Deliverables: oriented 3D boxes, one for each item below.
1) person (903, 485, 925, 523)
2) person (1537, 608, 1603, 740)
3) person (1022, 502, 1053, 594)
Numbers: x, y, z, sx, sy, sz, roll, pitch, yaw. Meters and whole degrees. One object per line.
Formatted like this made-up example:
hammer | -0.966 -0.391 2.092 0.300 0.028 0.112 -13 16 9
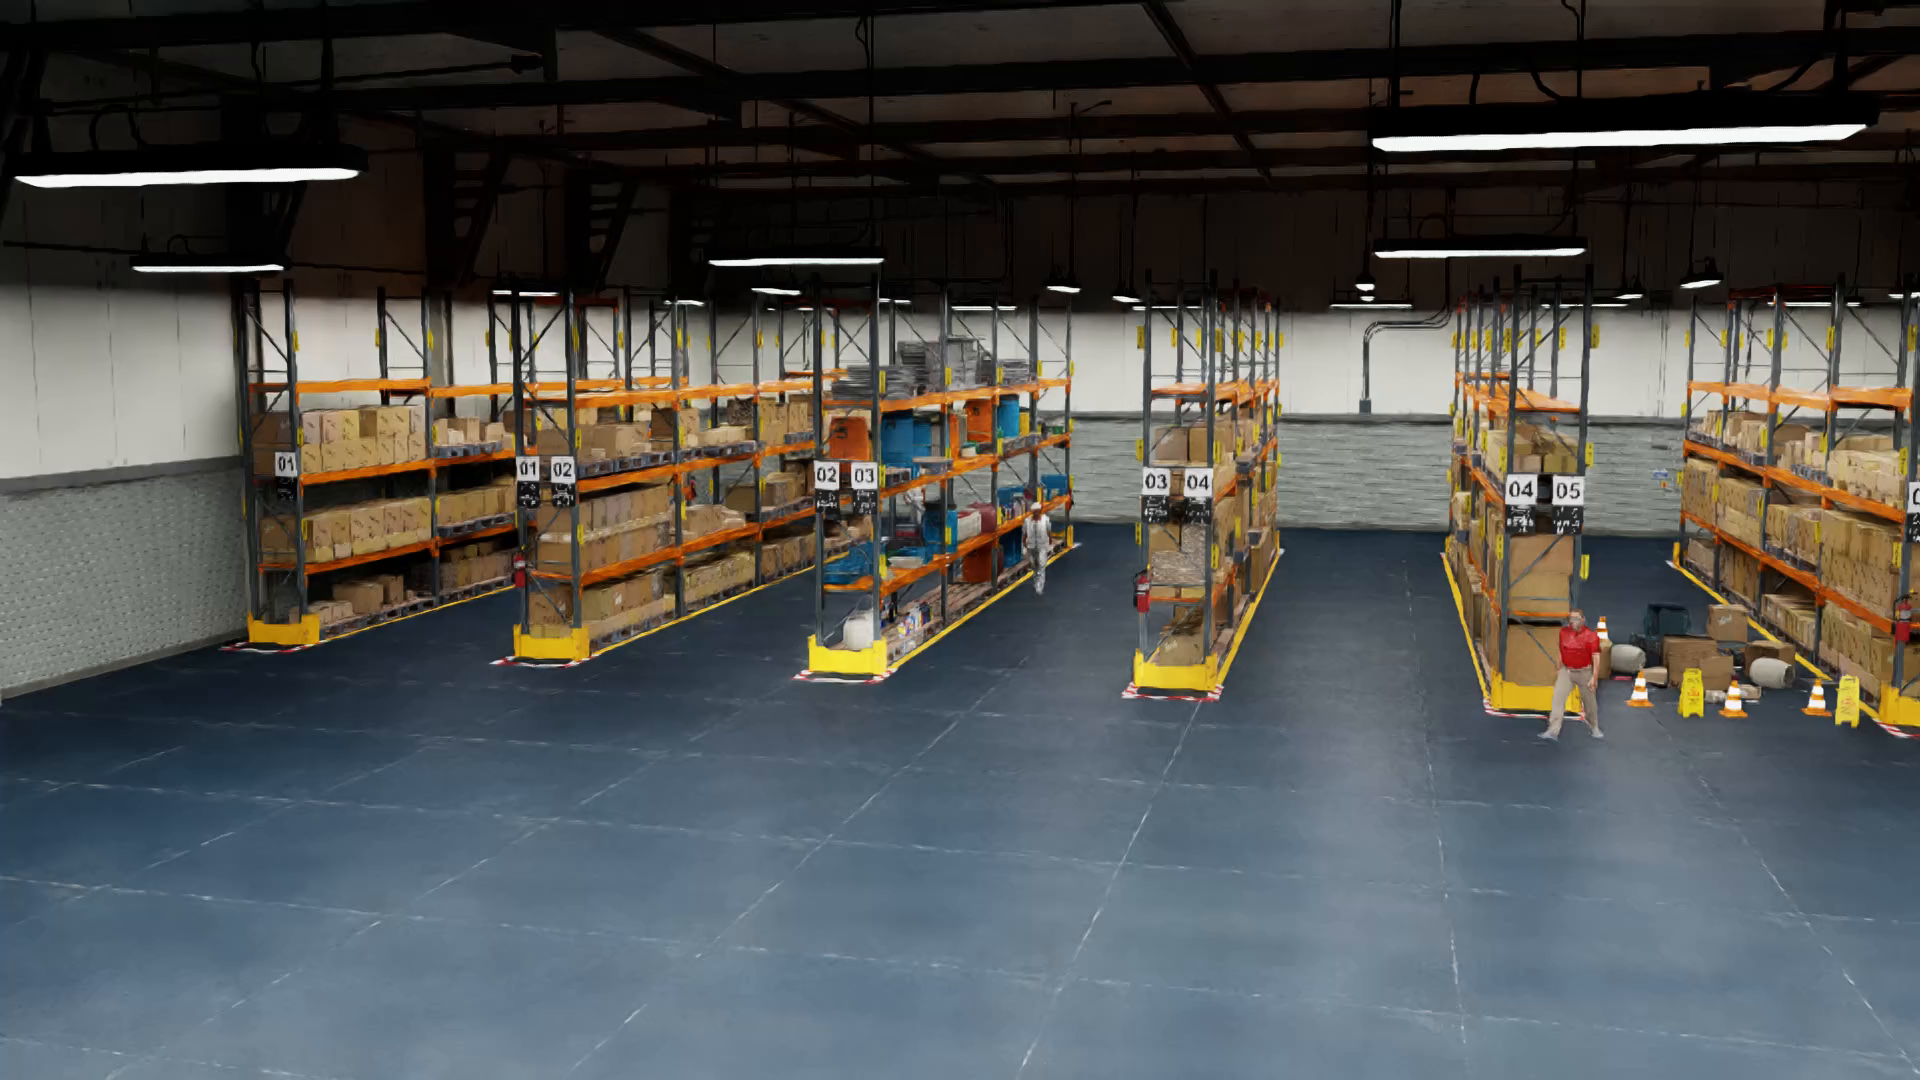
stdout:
person | -1.207 -1.066 43.487 0.569 1.709 1.034 1 7 5
person | 7.708 1.675 20.821 0.586 1.678 0.951 6 9 42
person | 1.434 0.121 31.252 0.566 1.705 1.116 2 7 16
